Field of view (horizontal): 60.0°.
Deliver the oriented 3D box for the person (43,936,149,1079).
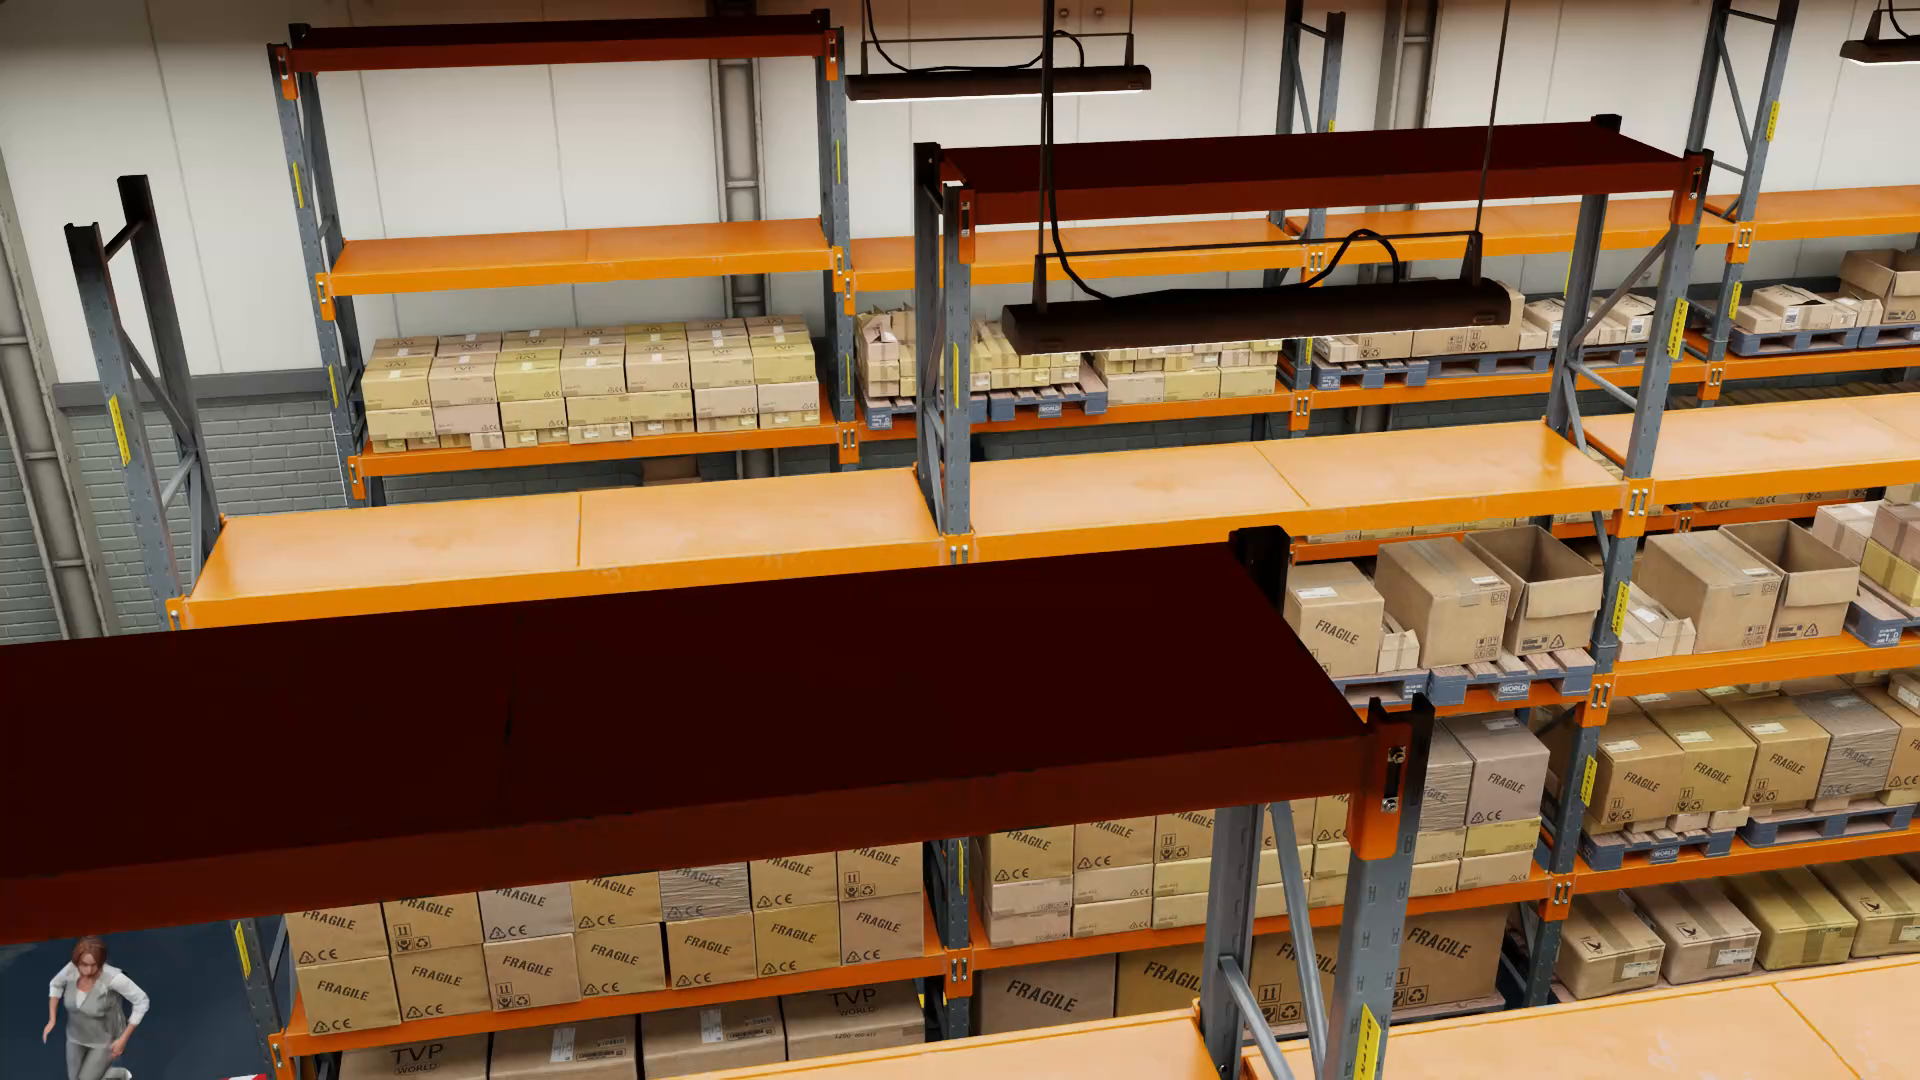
[{"bbox_3d":[-5.312,3.069,10.239,0.623,1.516,0.468,7,27,13],"label":"person"}]
